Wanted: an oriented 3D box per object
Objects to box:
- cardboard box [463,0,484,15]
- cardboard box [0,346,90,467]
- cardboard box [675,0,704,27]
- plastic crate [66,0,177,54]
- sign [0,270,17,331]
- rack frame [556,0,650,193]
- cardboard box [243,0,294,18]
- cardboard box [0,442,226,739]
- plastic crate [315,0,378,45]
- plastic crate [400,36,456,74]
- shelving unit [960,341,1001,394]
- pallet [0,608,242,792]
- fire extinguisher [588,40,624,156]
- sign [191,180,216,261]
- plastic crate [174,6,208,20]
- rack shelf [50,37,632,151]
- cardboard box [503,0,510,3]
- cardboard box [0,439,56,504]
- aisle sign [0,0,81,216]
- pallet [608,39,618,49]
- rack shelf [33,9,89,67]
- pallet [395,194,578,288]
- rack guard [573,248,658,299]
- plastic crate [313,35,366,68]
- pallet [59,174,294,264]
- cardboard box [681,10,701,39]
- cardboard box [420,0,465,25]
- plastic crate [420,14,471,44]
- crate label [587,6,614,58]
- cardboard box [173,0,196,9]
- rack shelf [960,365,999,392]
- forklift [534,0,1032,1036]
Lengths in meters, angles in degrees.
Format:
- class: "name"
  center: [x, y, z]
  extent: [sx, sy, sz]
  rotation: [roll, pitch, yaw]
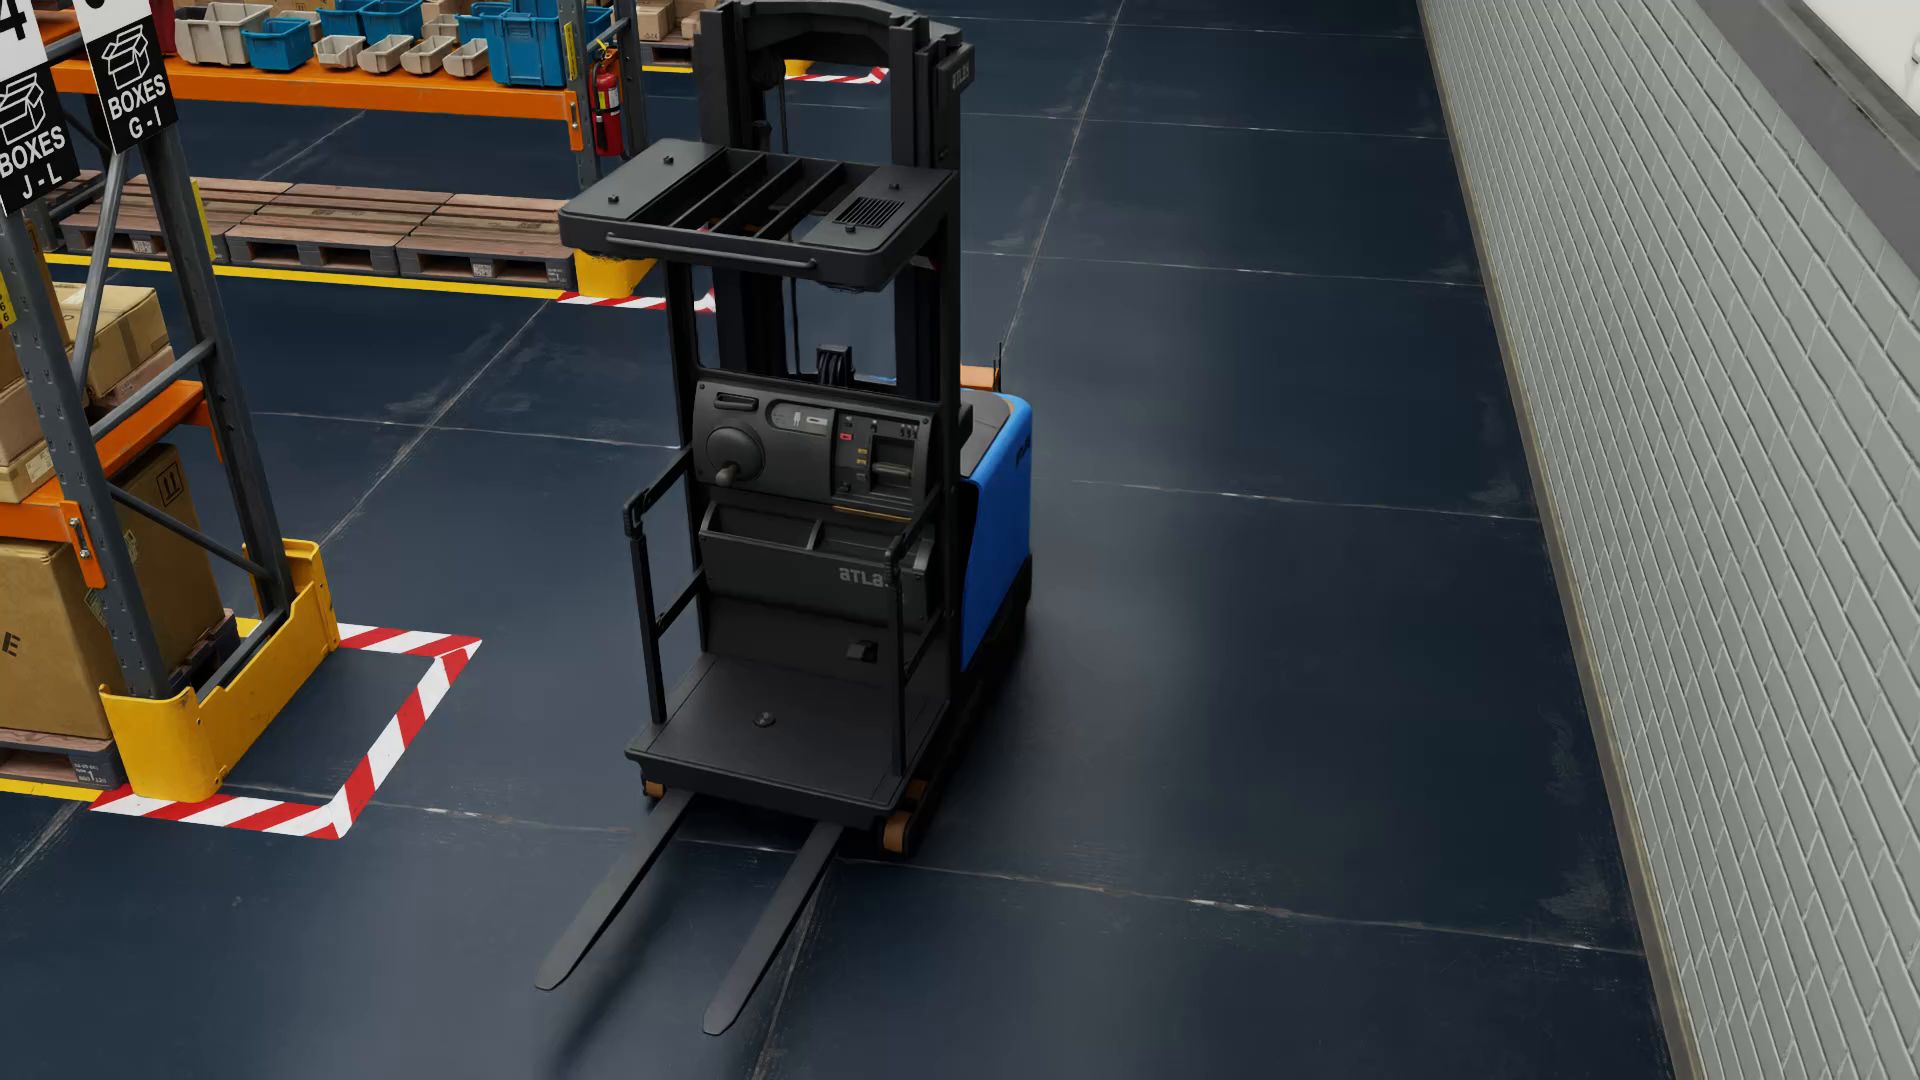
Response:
- class: "cardboard box"
  center: [-4.742, -5.310, 15.847]
  extent: [0.500, 0.500, 0.500]
  rotation: [5, 32, 8]
- class: "cardboard box"
  center: [-3.601, -0.515, 6.106]
  extent: [0.500, 0.250, 0.500]
  rotation: [5, 32, 7]
- class: "cardboard box"
  center: [-2.390, -4.991, 15.573]
  extent: [0.500, 0.250, 0.500]
  rotation: [5, 32, 8]
- class: "plastic crate"
  center: [-5.351, -3.337, 10.637]
  extent: [0.583, 0.464, 0.402]
  rotation: [5, 32, 8]
- class: "sign"
  center: [-3.184, -0.856, 5.476]
  extent: [0.005, 0.325, 0.100]
  rotation: [5, 32, 8]
- class: "rack frame"
  center: [-2.246, -3.138, 10.436]
  extent: [0.127, 3.000, 1.000]
  rotation: [5, 32, 8]
- class: "cardboard box"
  center: [-6.372, -5.155, 15.600]
  extent: [0.500, 0.500, 0.500]
  rotation: [5, 32, 8]
- class: "cardboard box"
  center: [-3.723, 0.160, 6.774]
  extent: [0.875, 0.875, 0.875]
  rotation: [5, 32, 8]
- class: "plastic crate"
  center: [-4.027, -3.431, 11.006]
  extent: [0.300, 0.233, 0.416]
  rotation: [5, 32, 8]
- class: "plastic crate"
  center: [-3.363, -3.063, 10.509]
  extent: [0.243, 0.136, 0.396]
  rotation: [5, 32, 8]
- class: "shelving unit"
  center: [0.053, -0.440, 7.964]
  extent: [0.252, 1.050, 0.215]
  rotation: [5, 32, 8]
- class: "pallet"
  center: [-3.880, 0.604, 7.086]
  extent: [1.213, 0.211, 1.003]
  rotation: [5, 32, 8]
- class: "fire extinguisher"
  center: [-2.174, -2.696, 10.154]
  extent: [0.183, 0.674, 0.296]
  rotation: [5, 32, 8]
- class: "sign"
  center: [-2.980, -1.238, 6.510]
  extent: [0.005, 0.325, 0.100]
  rotation: [5, 32, 8]
- class: "plastic crate"
  center: [-5.040, -3.444, 11.129]
  extent: [0.590, 0.125, 0.437]
  rotation: [5, 32, 8]
- class: "rack shelf"
  center: [-4.217, -3.012, 10.912]
  extent: [4.000, 0.370, 1.077]
  rotation: [5, 32, 8]
- class: "cardboard box"
  center: [-4.003, -5.163, 15.790]
  extent: [0.500, 0.311, 0.500]
  rotation: [5, 32, 8]
- class: "cardboard box"
  center: [-3.485, -0.301, 6.140]
  extent: [0.250, 0.149, 0.380]
  rotation: [6, 33, 9]
- class: "aisle sign"
  center: [-3.059, -1.486, 5.347]
  extent: [0.004, 0.787, 0.394]
  rotation: [5, 32, 8]
- class: "pallet"
  center: [-3.469, -4.734, 15.614]
  extent: [1.213, 0.211, 1.003]
  rotation: [5, 32, 8]
- class: "rack shelf"
  center: [-5.051, -1.693, 5.978]
  extent: [4.000, 0.370, 1.077]
  rotation: [5, 32, 8]
- class: "pallet"
  center: [-3.052, -2.050, 11.326]
  extent: [1.213, 0.211, 1.003]
  rotation: [5, 32, 8]
- class: "rack guard"
  center: [-2.220, -2.083, 11.107]
  extent: [0.348, 0.500, 1.175]
  rotation: [5, 32, 8]
- class: "plastic crate"
  center: [-3.937, -3.092, 10.555]
  extent: [0.250, 0.136, 0.298]
  rotation: [5, 32, 8]
- class: "pallet"
  center: [-5.457, -2.268, 11.674]
  extent: [1.213, 0.211, 1.003]
  rotation: [5, 32, 8]
- class: "cardboard box"
  center: [-2.370, -4.717, 15.214]
  extent: [0.250, 0.166, 0.380]
  rotation: [5, 32, 8]
- class: "cardboard box"
  center: [-4.974, -4.982, 15.501]
  extent: [0.500, 0.311, 0.500]
  rotation: [5, 32, 8]
- class: "plastic crate"
  center: [-3.405, -3.378, 11.012]
  extent: [0.298, 0.136, 0.250]
  rotation: [5, 32, 8]
- class: "crate label"
  center: [-2.434, -3.287, 10.775]
  extent: [0.303, 0.233, 0.416]
  rotation: [5, 32, 8]
- class: "cardboard box"
  center: [-7.368, -5.244, 15.742]
  extent: [0.500, 0.500, 0.500]
  rotation: [4, 32, 7]
- class: "rack shelf"
  center: [0.053, -0.672, 7.819]
  extent: [0.240, 0.259, 0.215]
  rotation: [5, 32, 8]
- class: "forklift"
  center: [-0.615, -0.290, 5.951]
  extent: [1.130, 2.935, 3.031]
  rotation: [10, 33, 15]
